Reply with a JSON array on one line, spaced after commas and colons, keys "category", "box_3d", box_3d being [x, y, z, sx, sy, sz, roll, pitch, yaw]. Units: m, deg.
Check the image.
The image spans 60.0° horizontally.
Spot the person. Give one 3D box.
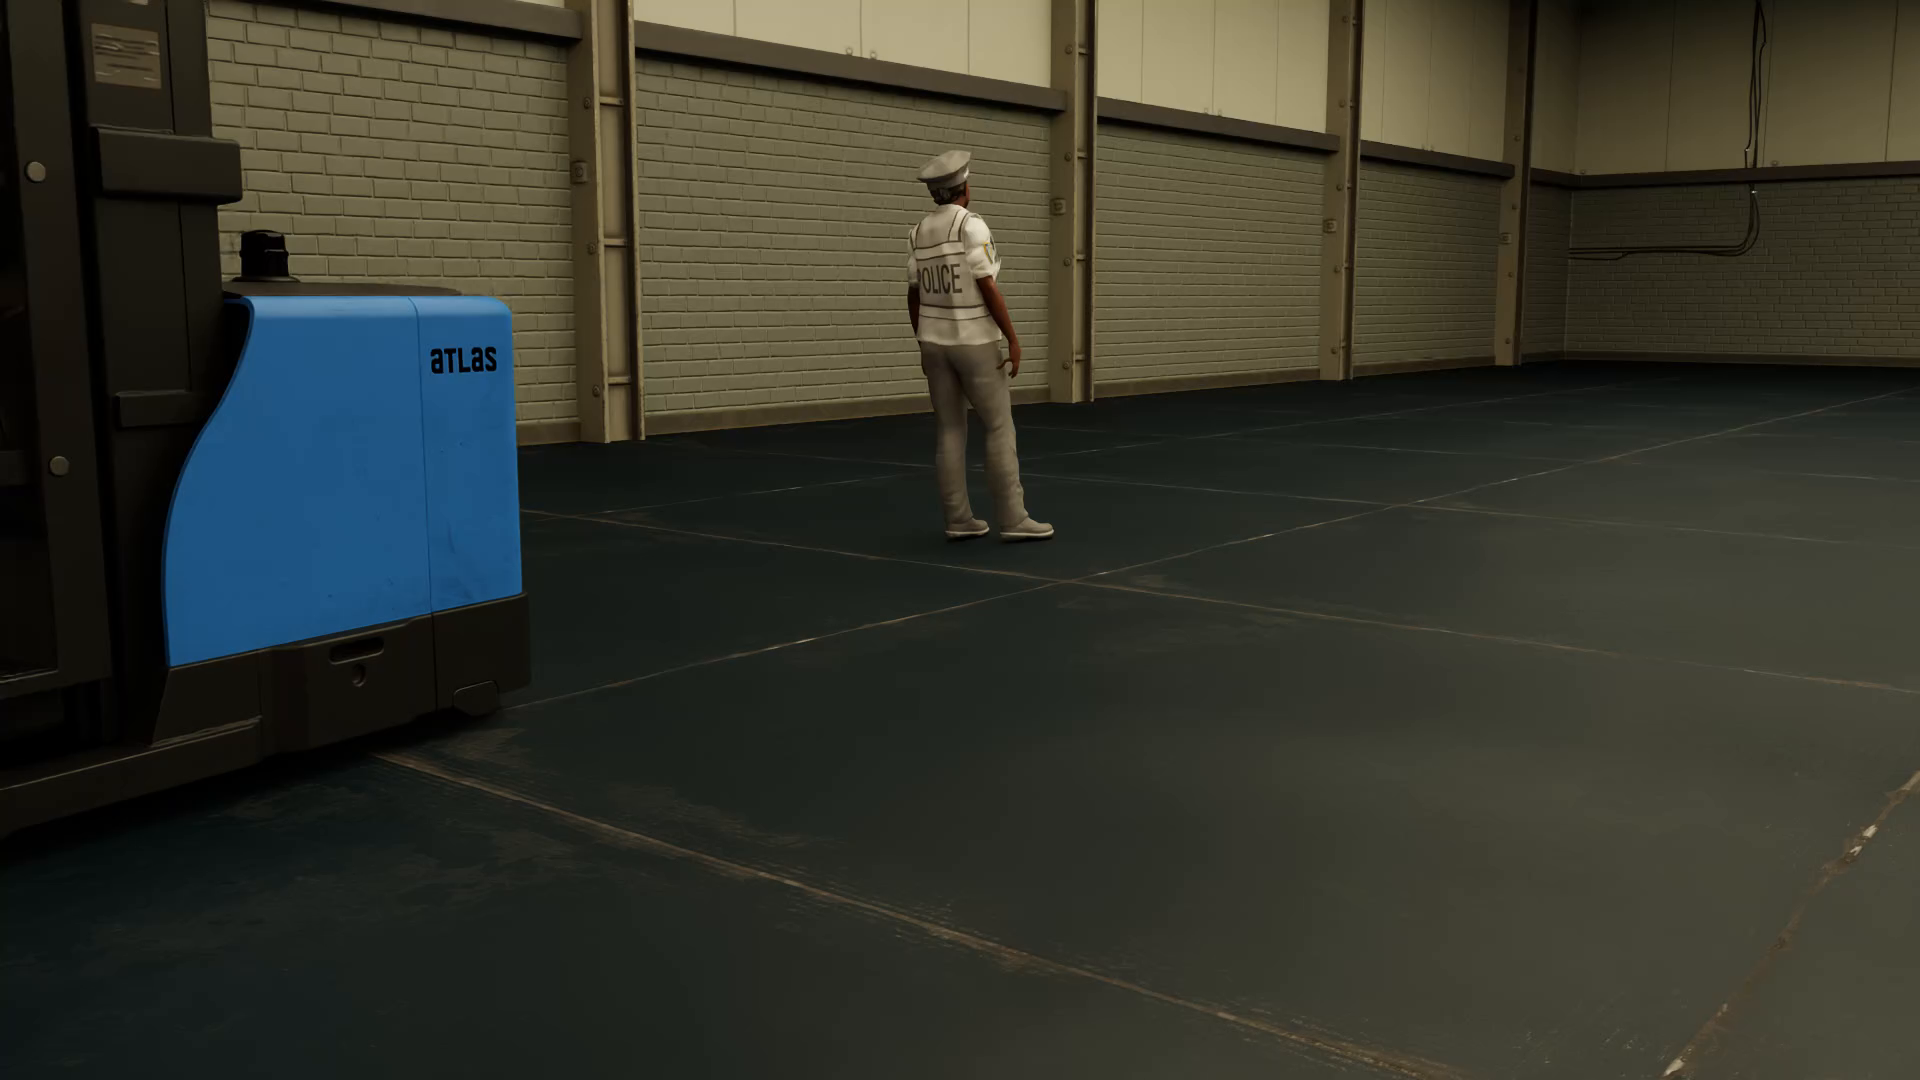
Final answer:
[{"category": "person", "box_3d": [0.062, -0.851, 7.327, 0.569, 1.692, 0.530, 7, 11, 38]}]

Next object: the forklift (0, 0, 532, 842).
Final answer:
[{"category": "forklift", "box_3d": [-2.309, -0.859, 3.156, 1.130, 2.935, 3.031, 5, 10, 31]}]
